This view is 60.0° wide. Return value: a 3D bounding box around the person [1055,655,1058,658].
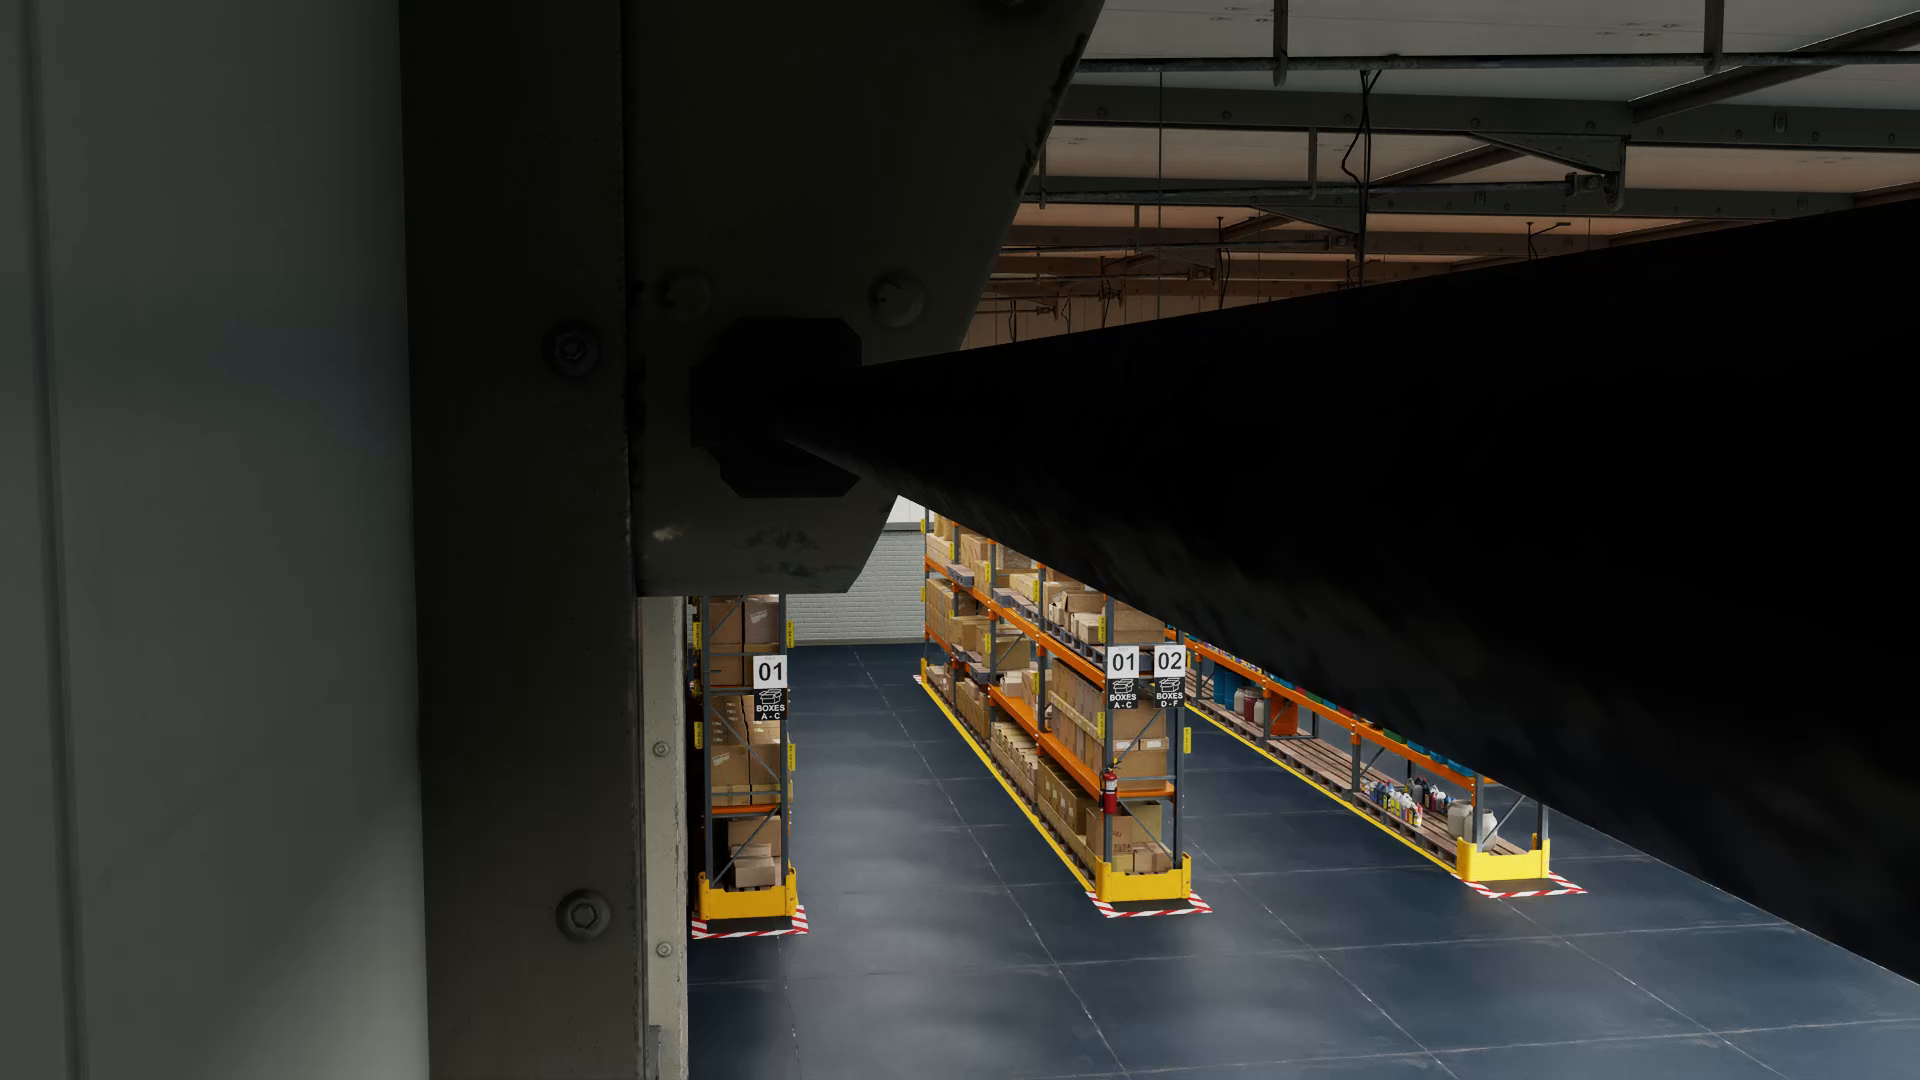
[{"bbox_3d":[2.111,2.143,34.486,0.676,1.731,0.579,-1,5,-13],"label":"person"}]
